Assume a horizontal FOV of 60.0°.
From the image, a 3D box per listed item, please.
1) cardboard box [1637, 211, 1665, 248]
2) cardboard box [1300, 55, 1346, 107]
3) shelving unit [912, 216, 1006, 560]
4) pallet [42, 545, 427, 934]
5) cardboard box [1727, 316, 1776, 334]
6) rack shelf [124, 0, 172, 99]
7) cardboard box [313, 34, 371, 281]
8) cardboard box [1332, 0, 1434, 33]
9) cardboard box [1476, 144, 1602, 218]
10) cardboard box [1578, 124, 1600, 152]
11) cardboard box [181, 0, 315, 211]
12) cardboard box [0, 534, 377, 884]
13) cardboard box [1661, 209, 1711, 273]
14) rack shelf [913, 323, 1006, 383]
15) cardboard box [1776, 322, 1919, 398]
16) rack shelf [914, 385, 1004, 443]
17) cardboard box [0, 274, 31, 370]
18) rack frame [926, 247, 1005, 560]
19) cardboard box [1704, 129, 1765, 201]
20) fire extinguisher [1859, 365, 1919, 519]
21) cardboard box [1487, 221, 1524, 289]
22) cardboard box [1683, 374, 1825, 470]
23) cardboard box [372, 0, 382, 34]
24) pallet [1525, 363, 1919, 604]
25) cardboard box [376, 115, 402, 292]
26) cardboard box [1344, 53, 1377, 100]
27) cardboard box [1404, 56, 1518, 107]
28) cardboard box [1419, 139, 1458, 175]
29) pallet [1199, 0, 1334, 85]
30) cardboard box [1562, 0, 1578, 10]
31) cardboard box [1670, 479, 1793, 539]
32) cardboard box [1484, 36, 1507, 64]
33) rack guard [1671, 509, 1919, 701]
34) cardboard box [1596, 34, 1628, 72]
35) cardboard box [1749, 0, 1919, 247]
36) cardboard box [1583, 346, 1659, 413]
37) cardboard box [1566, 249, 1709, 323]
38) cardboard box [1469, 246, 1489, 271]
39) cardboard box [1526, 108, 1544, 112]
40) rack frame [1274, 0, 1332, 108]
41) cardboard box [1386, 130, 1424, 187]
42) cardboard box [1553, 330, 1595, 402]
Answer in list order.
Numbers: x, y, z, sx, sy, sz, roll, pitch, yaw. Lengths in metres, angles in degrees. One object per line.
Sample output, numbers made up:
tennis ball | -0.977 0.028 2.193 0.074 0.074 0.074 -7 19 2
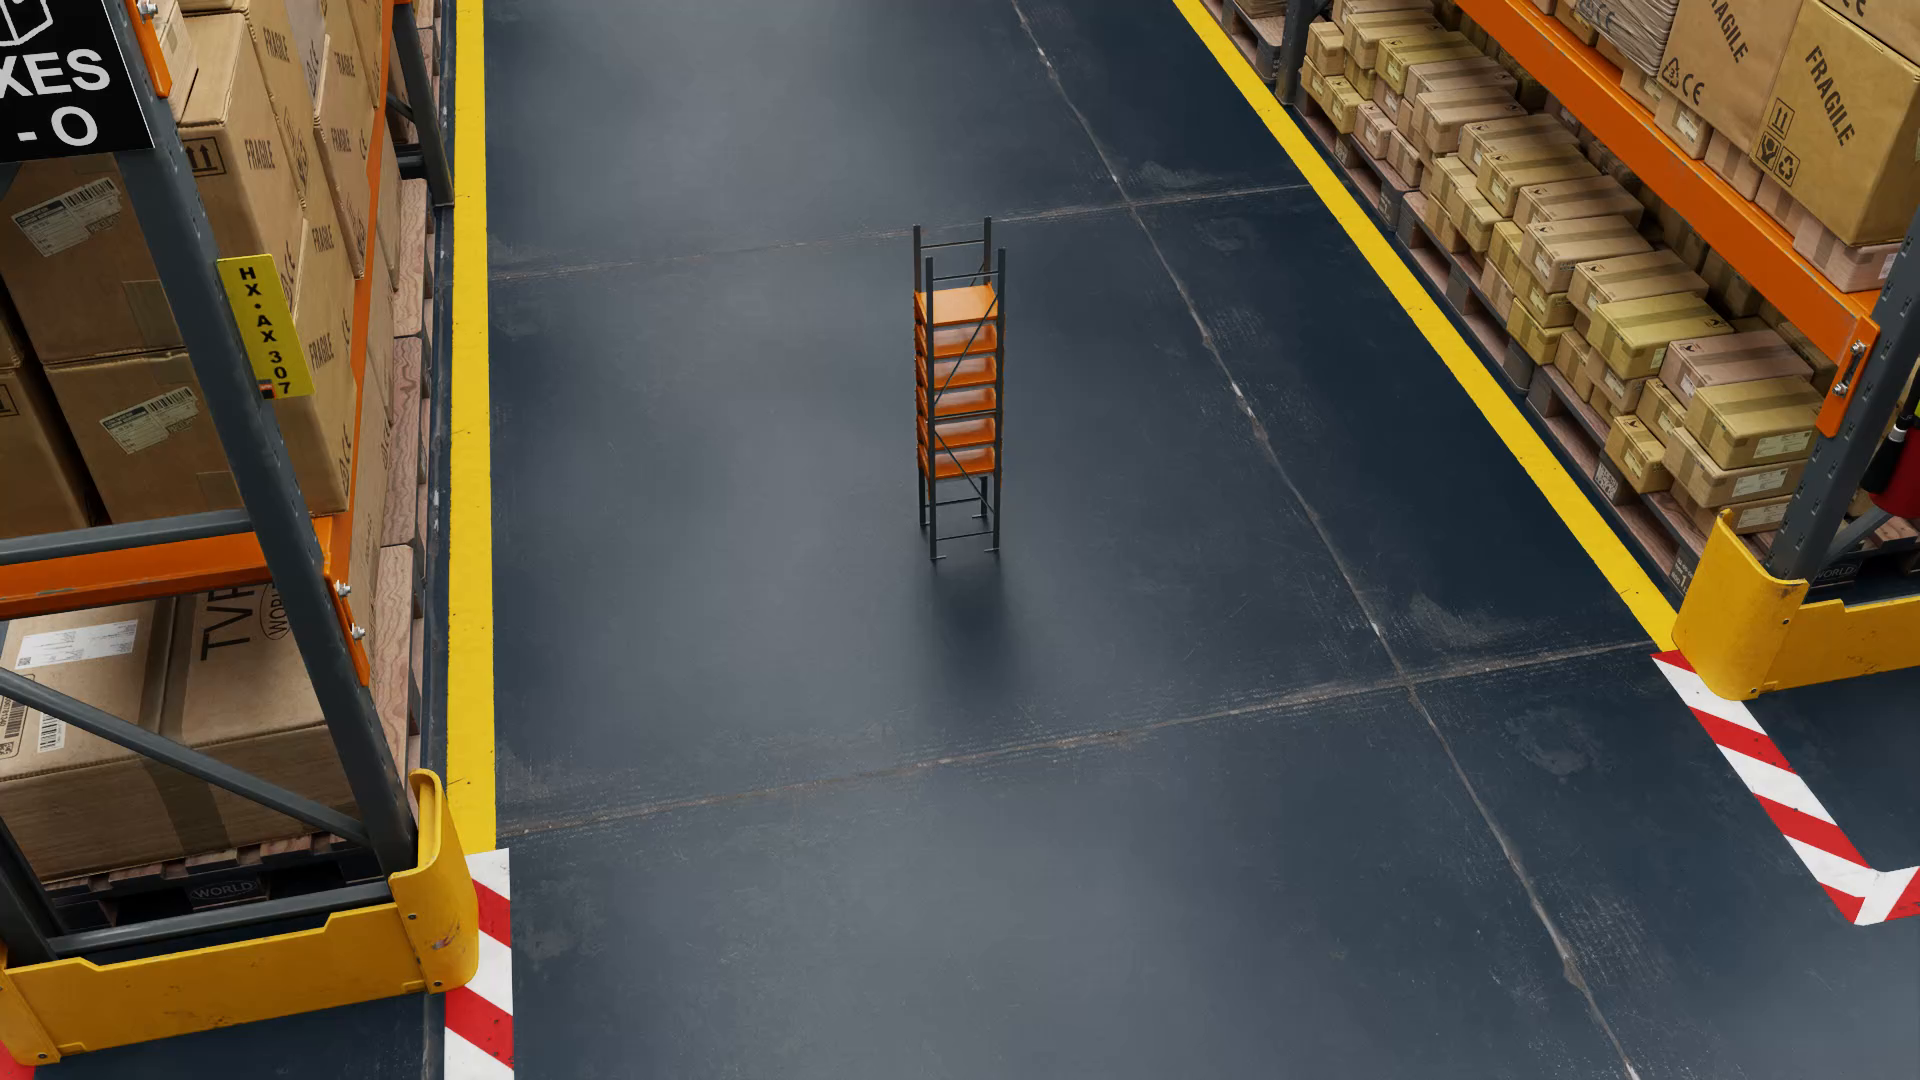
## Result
cardboard box | 2.714 -1.177 6.424 0.380 0.149 0.250 -6 42 -7
cardboard box | 1.820 -2.159 7.753 0.380 0.149 0.250 -10 43 -11
shelving unit | -0.003 -0.458 5.362 0.258 1.200 0.189 -8 42 -9
pallet | -2.142 0.554 4.967 1.003 0.211 1.213 -8 42 -9
cardboard box | 2.913 -0.667 5.849 0.380 0.149 0.250 -8 42 -9
rack shelf | -2.325 -2.131 4.174 1.077 0.370 4.000 -8 42 -9
cardboard box | -1.945 -1.028 4.573 0.500 0.500 0.500 -9 42 -10
cardboard box | 1.927 -2.410 7.589 0.380 0.149 0.250 -7 42 -8
cardboard box | 2.239 -1.393 6.443 0.380 0.149 0.250 -8 42 -9
cardboard box | 2.739 -1.635 6.715 0.380 0.149 0.250 -10 43 -11
cardboard box | -1.837 -1.079 3.878 0.500 0.500 0.500 -9 42 -10
cardboard box | -2.133 0.406 4.647 0.875 0.438 0.875 -10 43 -11
cardboard box | 2.846 -1.132 6.148 0.380 0.149 0.250 -7 42 -8
rack shelf | -0.003 -0.604 5.232 0.258 0.103 0.180 -8 42 -9
cardboard box | 2.960 -0.620 5.572 0.380 0.149 0.250 -8 42 -9
rack shelf | -0.003 -0.425 5.392 0.258 0.103 0.180 -8 42 -9
cardboard box | -2.230 -0.672 3.419 0.500 0.500 0.500 -7 42 -8
rack frame | 0.017 -0.399 5.295 0.240 1.200 0.006 -8 42 -9
cardboard box | 2.486 -1.161 4.987 0.380 0.149 0.250 -9 42 -10
fire extinguisher | 2.522 -0.359 4.234 0.296 0.674 0.183 -8 42 -9
cardboard box | 2.250 -1.099 6.336 0.380 0.149 0.250 -6 42 -7
cardboard box | 2.557 -0.377 5.298 0.380 0.149 0.250 -8 42 -9
cardboard box | -2.290 -2.016 5.686 0.500 0.500 0.500 -9 42 -10
pallet | 2.761 -0.295 5.923 1.003 0.211 1.213 -8 42 -9
cardboard box | -2.726 -1.351 6.627 0.875 0.438 0.875 -9 42 -10
cardboard box | 1.963 -2.120 7.486 0.380 0.149 0.250 -8 42 -9
cardboard box | 2.110 -1.900 7.014 0.380 0.149 0.250 -9 42 -10
cardboard box | 2.143 -1.610 6.911 0.380 0.149 0.250 -7 42 -7
pallet | 1.885 -2.811 8.758 1.003 0.211 1.213 -8 42 -9
cardboard box | 2.248 -2.146 5.609 0.500 0.500 0.500 -6 42 -7
cardboard box | 2.601 -0.159 5.501 0.380 0.149 0.250 -8 42 -9
cardboard box | 2.540 -2.149 7.295 0.380 0.149 0.250 -9 42 -10
rack guard | 2.902 0.129 5.228 1.175 0.500 0.348 -8 42 -9
cardboard box | 2.380 -1.681 5.574 0.380 0.149 0.250 -10 43 -11
cardboard box | 2.570 -1.160 4.498 0.500 0.500 0.500 -8 42 -8
cardboard box | 2.412 -0.597 5.770 0.380 0.149 0.250 -10 43 -11
cardboard box | 2.385 -0.875 5.859 0.380 0.149 0.250 -10 43 -11
cardboard box | 2.271 -1.164 6.633 0.380 0.149 0.250 -7 42 -8
cardboard box | 2.537 -1.872 7.206 0.380 0.149 0.250 -8 42 -9
rack frame | 2.055 -3.350 7.264 1.000 3.000 0.127 -8 42 -9
cardboard box | 2.085 -1.675 7.209 0.380 0.149 0.250 -9 42 -10
cardboard box | 2.408 -0.653 6.057 0.380 0.149 0.250 -8 42 -9
